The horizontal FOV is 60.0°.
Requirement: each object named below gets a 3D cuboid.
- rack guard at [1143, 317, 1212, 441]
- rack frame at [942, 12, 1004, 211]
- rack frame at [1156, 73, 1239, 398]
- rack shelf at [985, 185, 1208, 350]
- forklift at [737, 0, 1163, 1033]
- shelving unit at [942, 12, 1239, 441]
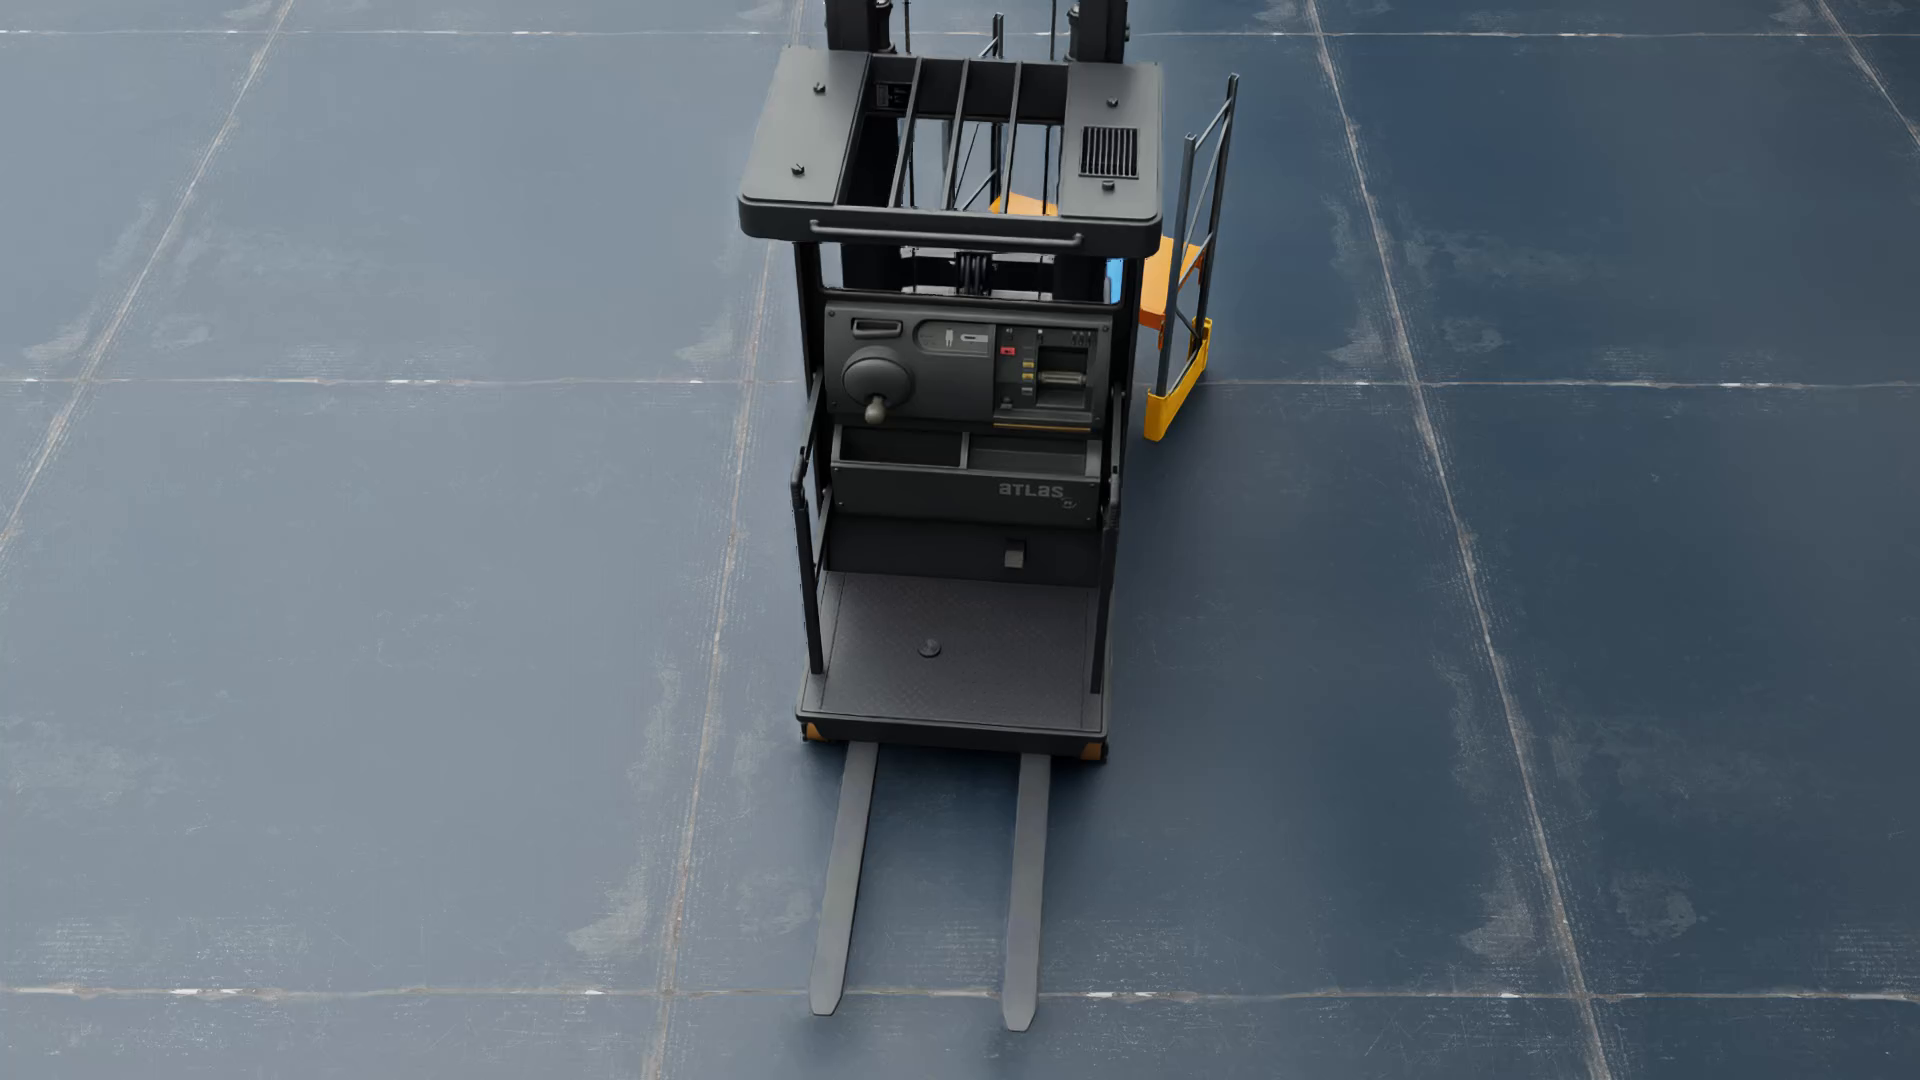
[{"bbox_3d":[0.960,-0.715,7.325,0.087,0.250,0.587,20,50,18],"label":"rack guard"},{"bbox_3d":[0.053,-1.475,7.179,0.032,1.500,0.500,20,50,18],"label":"rack frame"},{"bbox_3d":[0.961,-1.140,6.868,0.032,1.500,0.500,20,50,18],"label":"rack frame"},{"bbox_3d":[0.507,-1.185,7.155,1.000,0.185,0.538,20,50,18],"label":"rack shelf"},{"bbox_3d":[0.007,-0.458,5.255,1.130,2.935,3.031,4,47,3],"label":"forklift"},{"bbox_3d":[0.515,-1.305,7.021,1.083,1.500,0.587,20,50,18],"label":"shelving unit"}]
